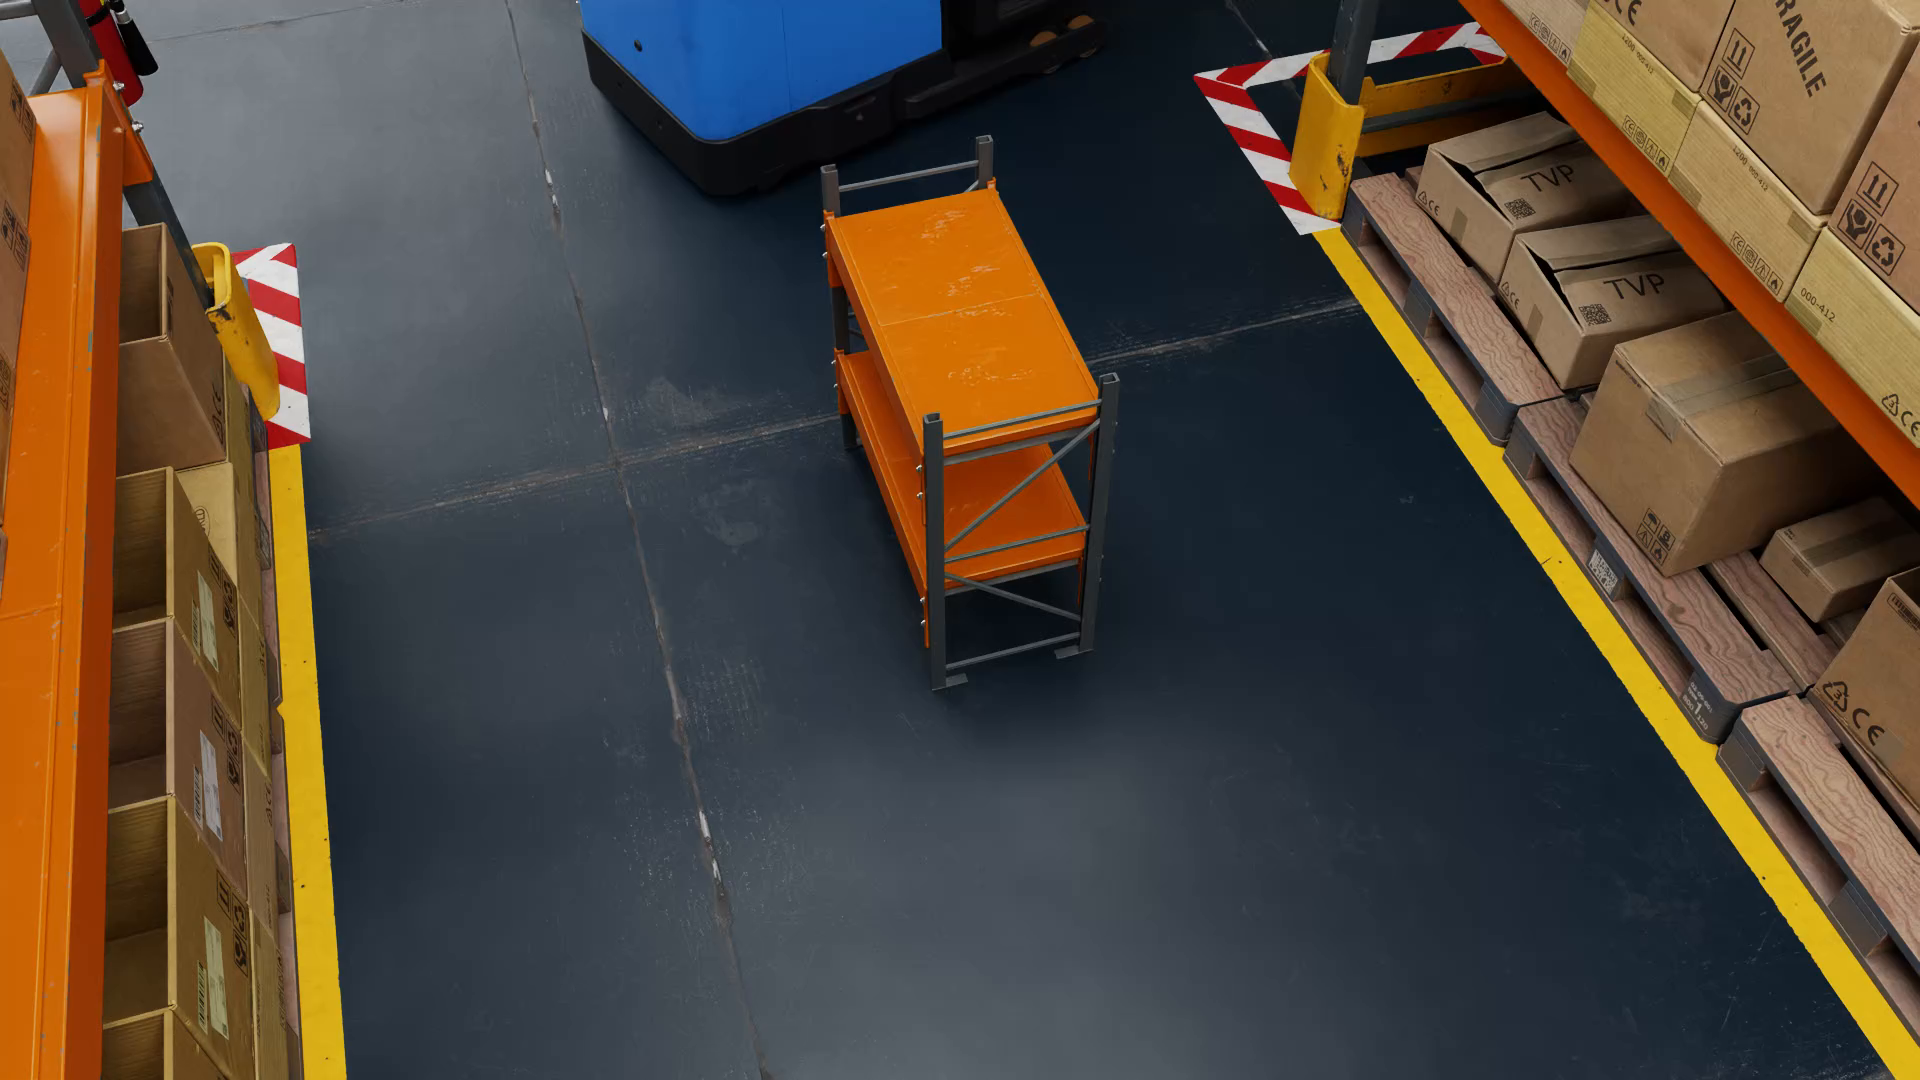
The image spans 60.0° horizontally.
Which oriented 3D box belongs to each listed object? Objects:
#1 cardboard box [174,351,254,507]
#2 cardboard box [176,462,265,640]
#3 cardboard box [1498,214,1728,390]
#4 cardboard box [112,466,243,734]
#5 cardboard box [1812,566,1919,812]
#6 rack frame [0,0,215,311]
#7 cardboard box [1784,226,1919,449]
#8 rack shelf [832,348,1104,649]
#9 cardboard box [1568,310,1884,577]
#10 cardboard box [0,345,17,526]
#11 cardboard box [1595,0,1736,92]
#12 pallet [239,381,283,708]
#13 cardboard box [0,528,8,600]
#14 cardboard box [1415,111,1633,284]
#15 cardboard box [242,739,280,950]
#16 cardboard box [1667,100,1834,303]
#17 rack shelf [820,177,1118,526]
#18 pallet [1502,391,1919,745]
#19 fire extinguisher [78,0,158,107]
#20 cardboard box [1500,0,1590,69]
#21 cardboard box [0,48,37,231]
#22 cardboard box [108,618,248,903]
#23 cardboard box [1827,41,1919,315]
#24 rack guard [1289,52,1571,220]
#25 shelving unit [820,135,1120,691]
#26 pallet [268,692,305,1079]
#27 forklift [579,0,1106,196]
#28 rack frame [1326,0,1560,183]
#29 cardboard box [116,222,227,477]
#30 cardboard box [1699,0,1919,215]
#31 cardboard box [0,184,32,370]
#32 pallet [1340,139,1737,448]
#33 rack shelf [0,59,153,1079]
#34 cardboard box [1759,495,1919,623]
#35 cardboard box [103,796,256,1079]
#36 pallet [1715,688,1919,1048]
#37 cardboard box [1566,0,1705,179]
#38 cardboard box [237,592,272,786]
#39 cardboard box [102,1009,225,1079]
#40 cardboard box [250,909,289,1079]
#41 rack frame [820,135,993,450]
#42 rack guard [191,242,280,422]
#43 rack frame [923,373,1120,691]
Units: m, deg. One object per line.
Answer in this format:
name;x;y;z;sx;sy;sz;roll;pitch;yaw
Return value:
cardboard box;-2.447;-0.275;5.044;0.500;0.250;0.500;-13;51;-11
cardboard box;-2.287;0.087;4.738;0.500;0.250;0.500;-13;51;-11
cardboard box;2.131;-0.807;5.439;0.500;0.311;0.500;-10;51;-8
cardboard box;-2.135;0.210;4.145;0.500;0.500;0.500;-13;51;-11
cardboard box;2.681;0.363;4.330;0.500;0.500;0.500;-17;52;-14
rack frame;-2.888;-1.351;4.427;1.000;3.000;0.127;-13;51;-11
cardboard box;2.294;-0.517;3.809;0.500;0.250;0.500;-14;51;-11
rack shelf;0.002;-0.200;5.003;0.538;0.278;1.000;-13;51;-11
cardboard box;2.300;-0.321;4.906;0.700;0.500;0.500;-16;52;-13
cardboard box;-2.461;-0.293;3.470;0.700;0.500;0.500;-13;51;-11
cardboard box;1.981;-1.515;4.160;0.500;0.500;0.500;-15;51;-12
pallet;-2.621;0.097;5.030;1.003;0.211;1.213;-13;51;-11
cardboard box;-2.301;0.091;3.146;0.700;0.500;0.500;-12;51;-10
cardboard box;1.962;-1.223;5.790;0.500;0.311;0.500;-19;52;-15
cardboard box;-1.992;0.818;4.123;0.500;0.250;0.500;-13;51;-11
cardboard box;2.144;-0.885;4.119;0.500;0.250;0.500;-13;51;-11
rack shelf;0.002;-0.546;4.592;0.538;0.278;1.000;-13;51;-11
pallet;2.429;-0.029;5.136;1.003;0.211;1.213;-13;51;-11
fire extinguisher;-2.479;-1.517;4.618;0.296;0.674;0.183;-13;51;-11
cardboard box;1.852;-1.628;4.745;0.500;0.250;0.500;-15;51;-12
cardboard box;-2.762;-1.039;4.099;0.700;0.500;0.500;-13;51;-11
cardboard box;-1.988;0.575;3.837;0.500;0.500;0.500;-13;51;-11
cardboard box;2.299;-0.761;3.524;0.500;0.500;0.500;-15;51;-12
rack guard;1.866;-1.613;6.283;1.175;0.500;0.348;-13;51;-11
shelving unit;0.002;-0.358;4.816;0.538;1.125;1.048;-13;51;-11
pallet;-2.264;0.986;4.280;1.003;0.211;1.213;-13;51;-11
forklift;-0.011;-3.169;6.004;3.031;2.935;1.130;-30;56;-23
rack frame;1.843;-2.474;5.374;1.000;3.000;0.127;-13;51;-11
cardboard box;-2.445;-0.517;4.758;0.500;0.500;0.500;-13;51;-11
cardboard box;2.145;-1.141;3.844;0.500;0.500;0.500;-12;51;-10
cardboard box;-2.602;-0.657;3.777;0.700;0.500;0.500;-12;51;-10
pallet;2.072;-0.918;5.886;1.003;0.211;1.213;-13;51;-11
rack shelf;-2.296;0.342;3.471;1.077;0.370;4.000;-13;51;-11
cardboard box;2.572;0.052;4.821;0.380;0.149;0.250;-17;52;-14
cardboard box;-1.839;0.940;3.529;0.500;0.500;0.500;-13;51;-11
pallet;2.794;0.864;4.384;1.003;0.211;1.213;-13;51;-11
cardboard box;1.997;-1.254;4.431;0.500;0.250;0.500;-14;51;-12
cardboard box;-2.138;0.452;4.431;0.500;0.250;0.500;-13;51;-11
cardboard box;-1.698;1.307;3.220;0.500;0.500;0.500;-13;51;-11
cardboard box;-1.838;1.181;3.816;0.500;0.250;0.500;-13;51;-11
rack frame;-0.148;-0.729;5.129;0.500;1.125;0.032;-13;51;-11
rack guard;-2.895;-0.563;5.398;1.175;0.500;0.348;-13;51;-11
rack frame;0.152;0.014;4.503;0.500;1.125;0.032;-13;51;-11
